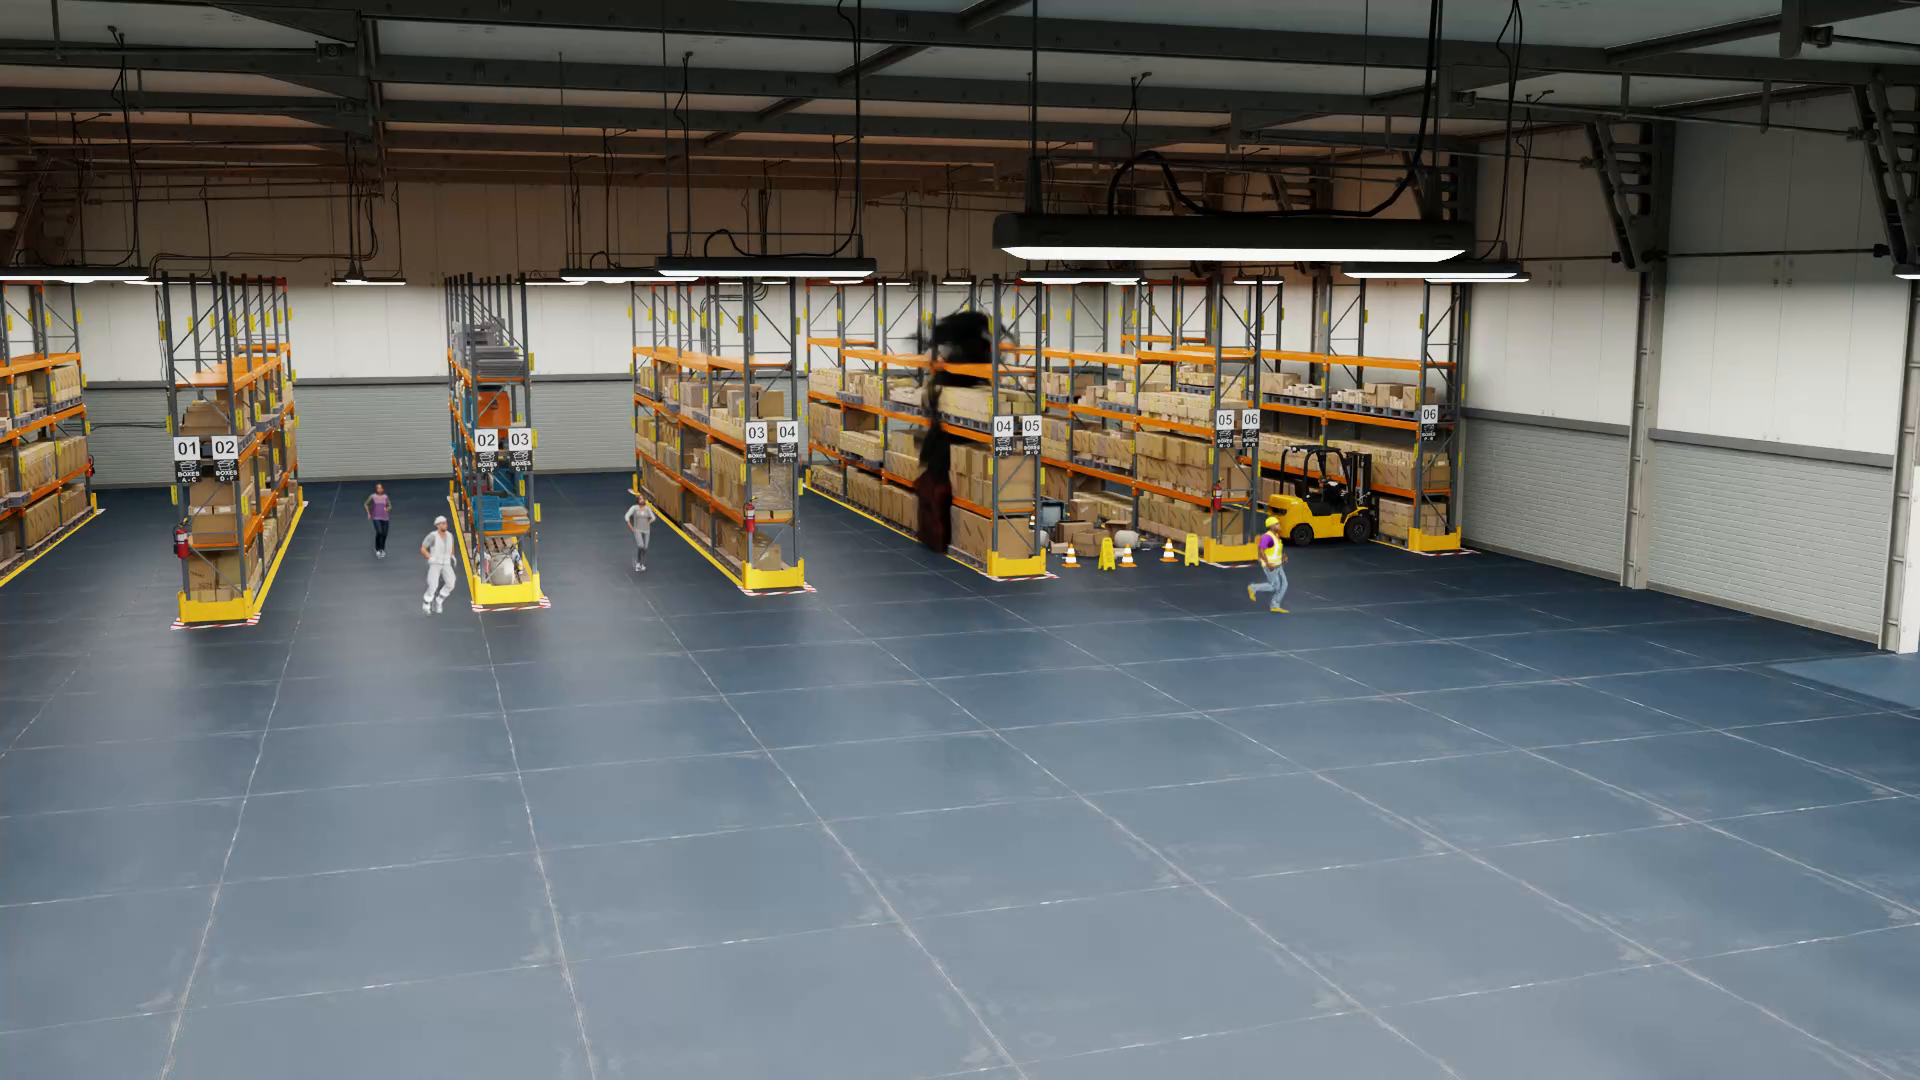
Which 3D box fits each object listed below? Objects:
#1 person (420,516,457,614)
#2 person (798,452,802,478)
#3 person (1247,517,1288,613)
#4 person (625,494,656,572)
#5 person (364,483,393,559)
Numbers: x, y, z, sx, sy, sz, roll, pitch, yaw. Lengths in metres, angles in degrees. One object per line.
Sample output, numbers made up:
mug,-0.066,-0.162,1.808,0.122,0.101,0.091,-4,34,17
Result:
person,-9.156,0.439,29.373,0.611,1.726,0.719,8,12,44
person,-4.526,-1.817,44.788,0.608,1.674,0.687,-2,9,-12
person,5.508,0.436,29.612,0.702,1.713,0.701,5,10,29
person,-6.463,-0.150,33.785,0.593,1.577,0.557,-4,10,-27
person,-12.372,-0.409,35.487,0.510,1.607,0.676,-6,10,-34
